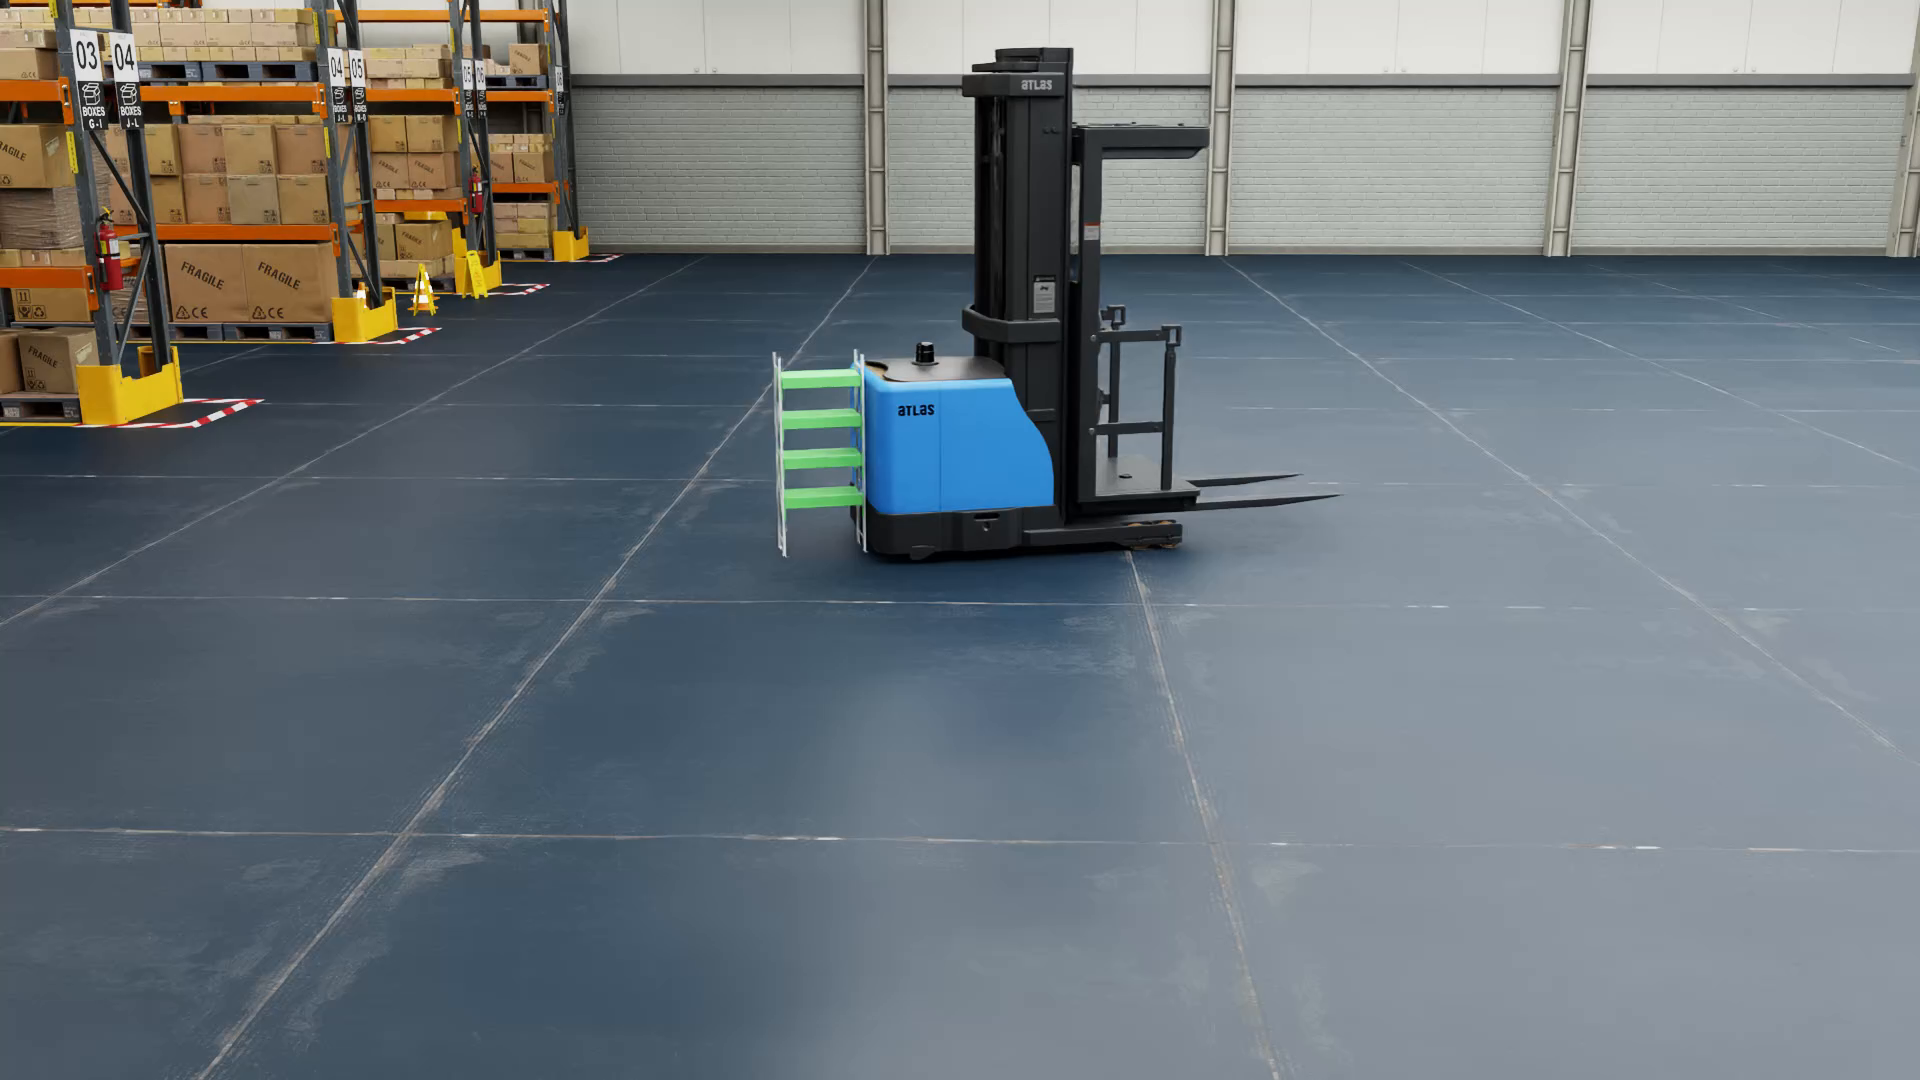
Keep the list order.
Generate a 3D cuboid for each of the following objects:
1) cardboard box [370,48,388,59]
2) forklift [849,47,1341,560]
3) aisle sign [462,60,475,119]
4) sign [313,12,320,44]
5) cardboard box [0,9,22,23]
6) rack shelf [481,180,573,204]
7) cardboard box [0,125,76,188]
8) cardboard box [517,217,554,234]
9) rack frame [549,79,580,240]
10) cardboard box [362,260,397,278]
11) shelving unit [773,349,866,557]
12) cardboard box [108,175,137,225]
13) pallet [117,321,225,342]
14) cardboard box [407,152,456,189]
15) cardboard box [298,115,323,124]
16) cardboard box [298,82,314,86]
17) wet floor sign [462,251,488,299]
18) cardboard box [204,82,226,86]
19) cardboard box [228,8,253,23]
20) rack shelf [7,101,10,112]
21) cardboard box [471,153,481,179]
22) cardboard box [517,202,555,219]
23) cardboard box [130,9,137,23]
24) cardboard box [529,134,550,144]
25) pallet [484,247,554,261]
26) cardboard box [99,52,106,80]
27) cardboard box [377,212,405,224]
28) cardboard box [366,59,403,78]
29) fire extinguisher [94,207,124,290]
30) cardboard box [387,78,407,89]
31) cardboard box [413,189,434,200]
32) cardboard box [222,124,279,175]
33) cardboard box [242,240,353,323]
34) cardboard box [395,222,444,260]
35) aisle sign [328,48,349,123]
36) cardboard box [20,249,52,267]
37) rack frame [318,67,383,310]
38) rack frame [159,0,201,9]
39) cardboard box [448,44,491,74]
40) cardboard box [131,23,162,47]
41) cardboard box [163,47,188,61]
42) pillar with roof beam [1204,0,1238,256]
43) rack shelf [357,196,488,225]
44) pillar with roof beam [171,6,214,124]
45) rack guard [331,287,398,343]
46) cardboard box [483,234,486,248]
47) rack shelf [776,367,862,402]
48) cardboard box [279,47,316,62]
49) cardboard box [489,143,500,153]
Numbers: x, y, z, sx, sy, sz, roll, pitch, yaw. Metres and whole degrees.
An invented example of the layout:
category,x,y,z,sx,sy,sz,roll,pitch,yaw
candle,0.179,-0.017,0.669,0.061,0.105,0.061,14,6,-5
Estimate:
category,x,y,z,sx,sy,sz,roll,pitch,yaw
cardboard box,-8.014,-6.760,23.130,0.250,0.149,0.380,0,15,2
forklift,0.872,-1.479,10.202,3.031,2.935,1.130,-4,15,-13
aisle sign,-6.849,-6.278,23.158,0.004,0.787,0.394,0,15,1
sign,-6.956,-5.534,17.974,0.005,0.325,0.100,0,15,1
cardboard box,-10.317,-5.733,18.221,0.250,0.149,0.380,0,15,1
rack shelf,-8.780,-6.026,28.710,4.000,0.370,1.077,0,15,1
cardboard box,-7.712,-3.184,13.789,0.500,0.500,0.500,0,15,1
cardboard box,-7.275,-5.399,28.512,0.500,0.250,0.500,0,15,1
rack frame,-6.780,-6.361,28.569,0.127,3.000,1.000,0,15,1
cardboard box,-8.236,-3.910,23.849,0.500,0.250,0.500,0,15,2
shelving unit,-0.838,-0.520,9.961,0.503,1.200,0.258,-3,15,-13
cardboard box,-9.471,-3.900,18.947,0.550,0.550,0.875,0,15,1
pallet,-8.946,-2.477,19.317,1.213,0.211,1.003,0,15,1
cardboard box,-7.453,-5.220,23.468,0.500,0.500,0.500,0,15,0
cardboard box,-8.933,-5.739,23.474,0.500,0.500,0.700,0,15,1
cardboard box,-9.052,-6.375,23.236,0.250,0.149,0.380,0,15,2
wet floor sign,-6.741,-3.682,23.033,0.232,0.644,0.267,6,16,21
cardboard box,-10.336,-6.369,23.212,0.250,0.149,0.380,0,15,1
cardboard box,-7.780,-5.717,18.160,0.250,0.149,0.380,1,15,2
rack shelf,-12.927,-4.973,18.841,4.000,0.370,1.077,0,15,1
cardboard box,-8.310,-6.354,28.349,0.500,0.500,0.500,0,15,0
cardboard box,-7.248,-5.641,28.449,0.500,0.250,0.500,1,15,3
cardboard box,-9.051,-5.725,18.189,0.250,0.149,0.380,0,15,1
cardboard box,-7.144,-6.815,28.241,0.250,0.149,0.380,0,15,2
pallet,-7.546,-5.007,28.903,1.213,0.211,1.003,0,15,1
cardboard box,-7.631,-4.015,14.090,0.500,0.250,0.500,1,15,3
cardboard box,-8.079,-4.569,23.602,0.250,0.149,0.380,1,15,3
cardboard box,-7.924,-6.558,23.148,0.500,0.250,0.500,0,15,1
fire extinguisher,-7.054,-2.412,13.754,0.183,0.674,0.296,0,15,1
cardboard box,-7.781,-6.358,23.173,0.250,0.149,0.380,1,15,3
cardboard box,-7.539,-4.895,23.505,0.250,0.149,0.380,0,15,1
cardboard box,-7.851,-4.419,18.798,0.550,0.550,0.875,0,15,1
cardboard box,-7.608,-2.995,19.154,0.875,0.875,0.875,0,15,2
cardboard box,-7.711,-4.270,23.740,0.500,0.500,0.500,0,15,2
aisle sign,-6.865,-5.012,18.361,0.004,0.787,0.394,0,15,1
cardboard box,-7.696,-2.397,14.038,0.250,0.149,0.380,0,15,1
rack frame,-6.929,-3.832,18.984,0.127,3.000,1.000,0,15,1
rack frame,-10.902,-8.022,23.105,0.127,3.000,1.000,0,15,1
cardboard box,-8.250,-8.084,28.005,0.500,0.500,0.700,0,15,2
cardboard box,-8.931,-5.547,18.297,0.500,0.250,0.500,1,15,2
cardboard box,-8.540,-5.336,18.279,0.250,0.149,0.380,0,15,2
pillar with roof beam,4.433,-8.320,24.235,0.400,9.000,9.100,0,15,1
rack shelf,-8.903,-4.760,23.912,4.000,0.370,1.077,0,15,1
pillar with roof beam,-13.561,-8.437,24.679,0.400,9.000,9.100,0,15,1
rack guard,-6.905,-2.623,19.302,0.348,0.500,1.175,0,15,1
cardboard box,-8.255,-5.168,28.615,0.500,0.250,0.500,1,15,2
rack shelf,-0.838,-0.923,9.854,0.480,0.148,0.258,-3,15,-13
cardboard box,-7.270,-5.328,18.248,0.250,0.149,0.380,0,15,1
cardboard box,-7.895,-6.669,28.272,0.250,0.149,0.380,0,15,1
